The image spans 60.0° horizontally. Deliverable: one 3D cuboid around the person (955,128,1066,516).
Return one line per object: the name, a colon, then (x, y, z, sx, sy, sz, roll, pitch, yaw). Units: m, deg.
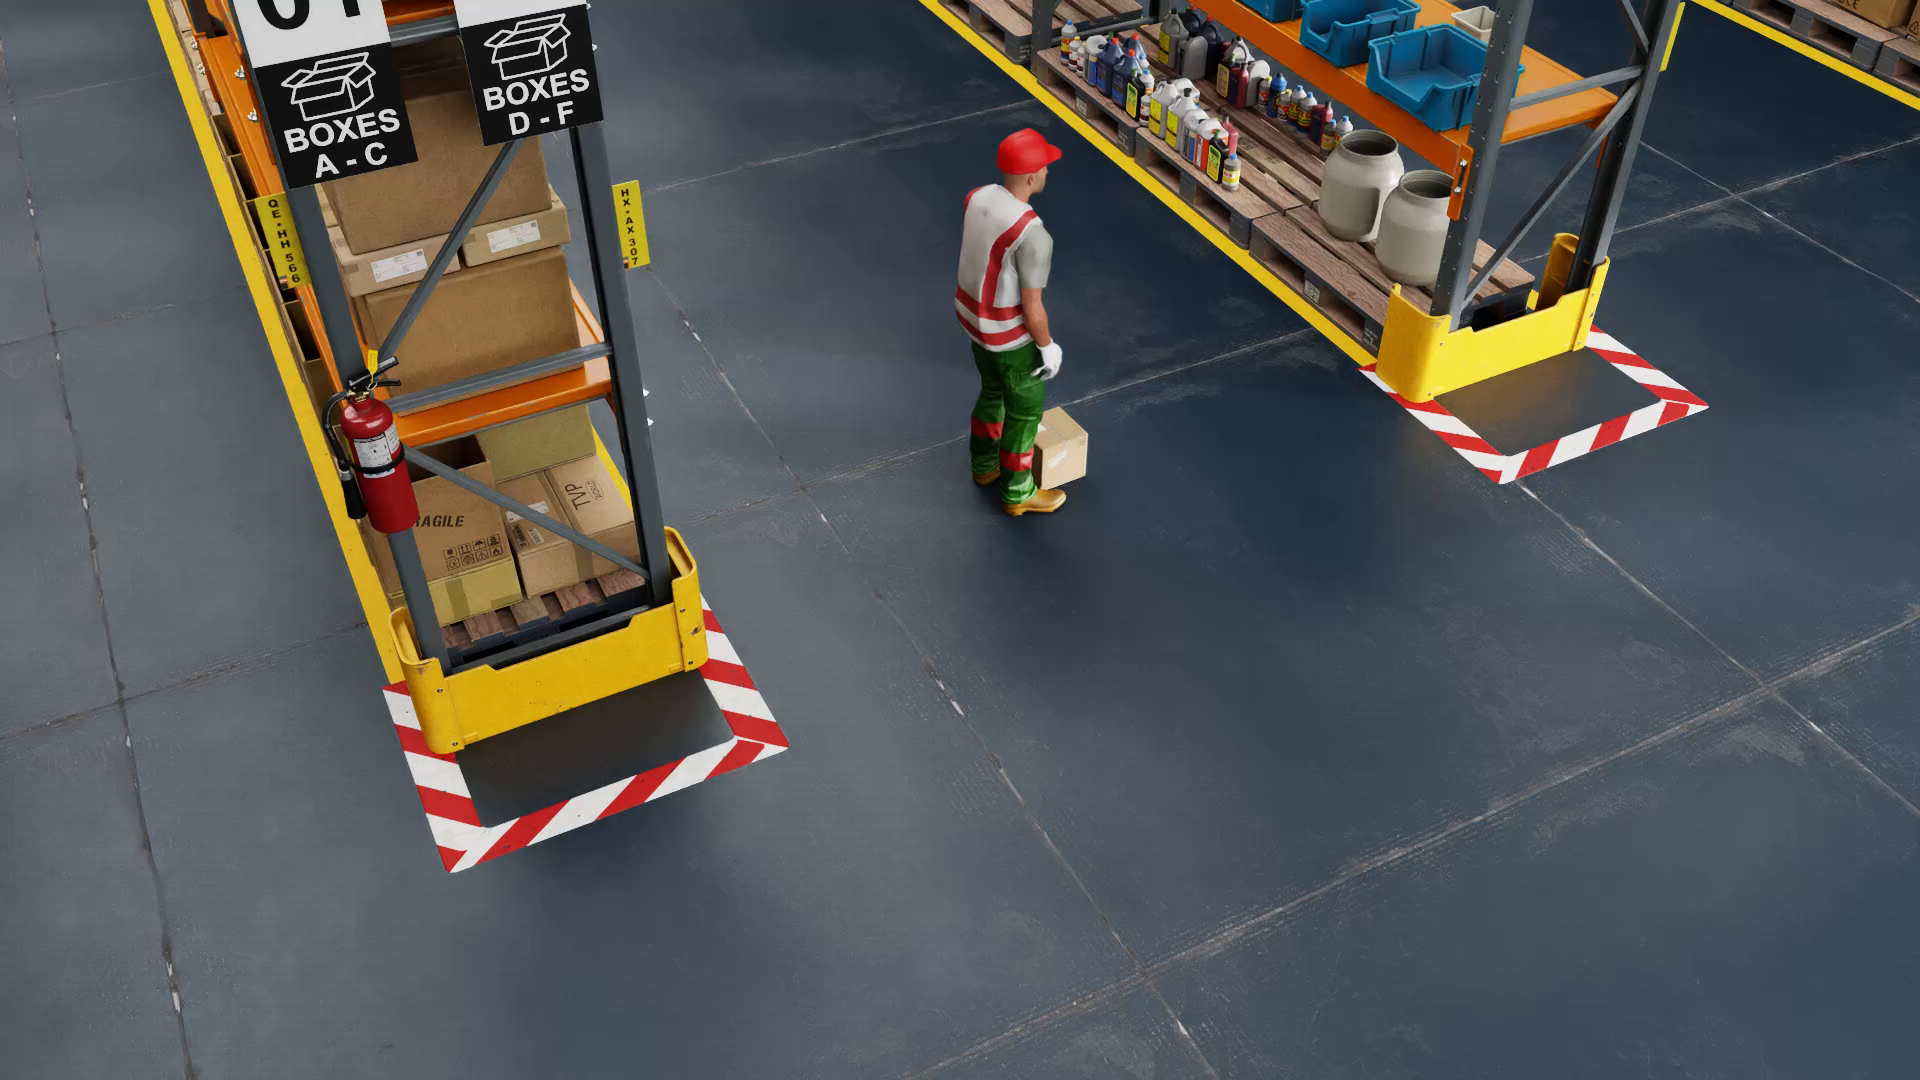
person: (0.222, -0.937, 7.227, 0.447, 1.780, 0.623, -20, 45, -22)
